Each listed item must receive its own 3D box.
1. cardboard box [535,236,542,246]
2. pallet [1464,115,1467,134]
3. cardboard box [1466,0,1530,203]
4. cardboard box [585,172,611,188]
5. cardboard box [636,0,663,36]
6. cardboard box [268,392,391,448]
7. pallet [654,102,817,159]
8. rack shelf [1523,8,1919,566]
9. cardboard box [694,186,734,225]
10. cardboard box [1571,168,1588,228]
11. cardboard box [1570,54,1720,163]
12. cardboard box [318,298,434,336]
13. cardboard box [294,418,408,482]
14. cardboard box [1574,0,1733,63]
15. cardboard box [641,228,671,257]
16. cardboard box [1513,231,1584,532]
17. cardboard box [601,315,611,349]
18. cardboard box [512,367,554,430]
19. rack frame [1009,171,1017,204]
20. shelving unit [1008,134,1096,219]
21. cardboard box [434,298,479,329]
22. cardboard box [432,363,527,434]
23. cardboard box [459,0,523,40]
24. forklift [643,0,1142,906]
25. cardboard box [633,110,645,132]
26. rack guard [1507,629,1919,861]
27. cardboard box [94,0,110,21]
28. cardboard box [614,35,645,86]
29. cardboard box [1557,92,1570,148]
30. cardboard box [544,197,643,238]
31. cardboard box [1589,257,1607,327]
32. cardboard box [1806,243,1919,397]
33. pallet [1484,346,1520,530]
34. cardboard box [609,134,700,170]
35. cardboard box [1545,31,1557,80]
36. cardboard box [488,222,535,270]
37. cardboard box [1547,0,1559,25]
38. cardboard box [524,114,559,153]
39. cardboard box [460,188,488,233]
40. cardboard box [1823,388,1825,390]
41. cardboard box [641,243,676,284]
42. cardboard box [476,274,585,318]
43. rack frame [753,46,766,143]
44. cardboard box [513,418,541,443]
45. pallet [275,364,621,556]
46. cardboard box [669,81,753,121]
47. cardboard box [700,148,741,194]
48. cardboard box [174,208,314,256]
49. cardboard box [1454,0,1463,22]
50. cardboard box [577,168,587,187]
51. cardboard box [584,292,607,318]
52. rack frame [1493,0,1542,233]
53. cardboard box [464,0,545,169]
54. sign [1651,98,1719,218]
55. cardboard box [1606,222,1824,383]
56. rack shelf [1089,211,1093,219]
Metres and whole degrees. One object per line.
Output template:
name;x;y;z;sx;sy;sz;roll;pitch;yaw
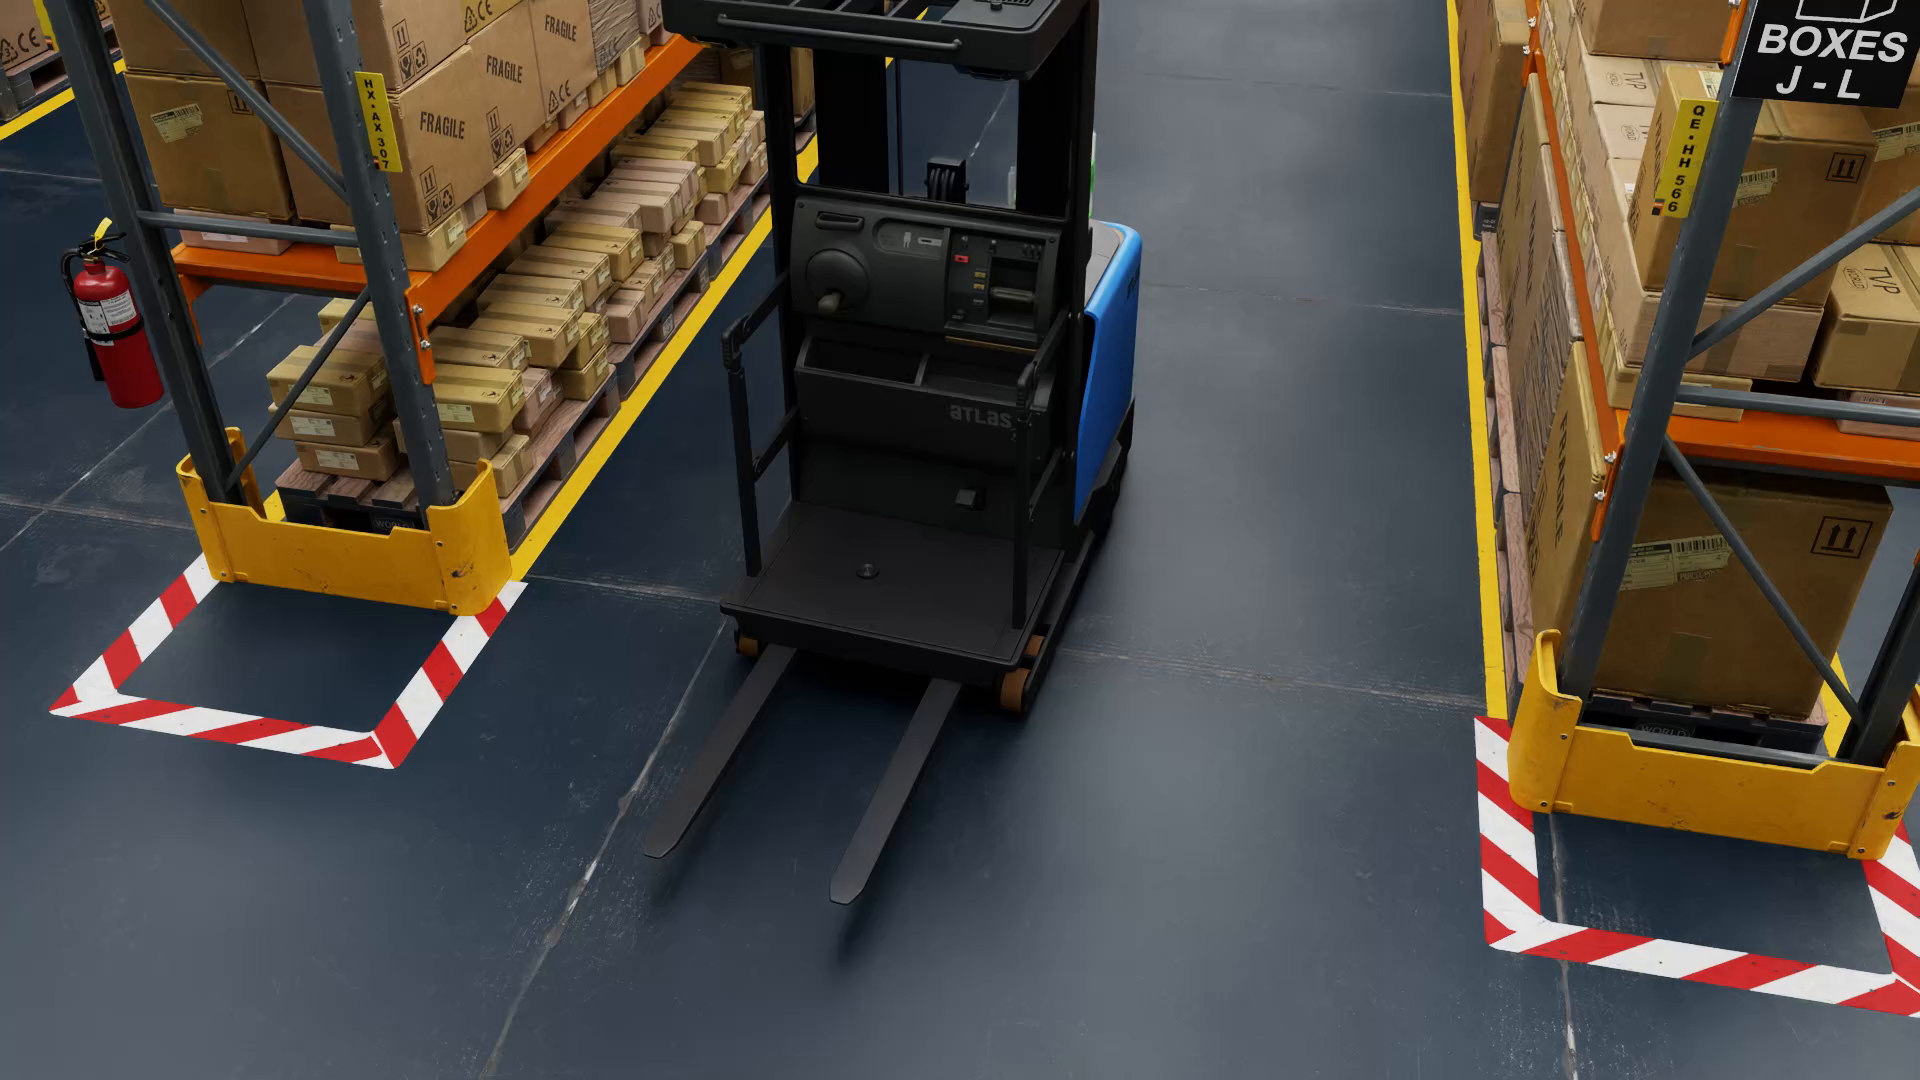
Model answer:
cardboard box;-2.235;-1.421;7.972;0.380;0.149;0.250;8;37;10
pallet;3.648;-2.681;10.270;1.003;0.211;1.213;7;37;10
cardboard box;3.415;-2.336;8.870;1.225;0.875;0.875;7;37;10
cardboard box;-1.960;-1.850;8.565;0.380;0.149;0.250;6;36;8
cardboard box;-1.573;-2.602;7.446;0.500;0.500;0.500;7;37;10
cardboard box;-2.546;-0.518;6.727;0.380;0.149;0.250;6;36;9
pallet;-1.361;-2.654;10.232;1.003;0.211;1.213;7;37;10
rack shelf;2.871;-1.219;6.489;1.077;0.370;4.000;7;37;10
cardboard box;-1.407;-1.787;8.731;0.380;0.149;0.250;6;36;8
cardboard box;2.470;-1.242;6.122;0.380;0.149;0.250;7;37;10
cardboard box;2.612;-1.616;6.298;0.500;0.250;0.500;7;37;10
cardboard box;-2.474;-0.937;7.051;0.380;0.149;0.250;7;36;9
cardboard box;-2.472;-0.387;6.800;0.380;0.149;0.250;8;37;11
cardboard box;2.727;-2.198;6.461;0.500;0.500;0.500;6;36;8
cardboard box;-1.630;-1.509;8.094;0.380;0.149;0.250;6;36;8
cardboard box;2.696;-0.572;6.436;0.875;0.875;0.875;7;37;10
cardboard box;-1.810;-0.914;7.526;0.380;0.149;0.250;7;37;10
cardboard box;-1.904;-0.598;6.837;0.380;0.149;0.250;7;37;10
rack frame;0.316;-0.992;7.096;0.240;1.200;0.015;11;37;14
shelving unit;0.390;-1.128;7.284;0.258;1.200;0.503;11;37;14
cardboard box;-2.279;-0.957;7.333;0.380;0.149;0.250;7;37;9
cardboard box;-1.937;-0.558;6.528;0.380;0.149;0.250;6;36;8
cardboard box;-1.924;-2.123;5.933;0.500;0.500;0.500;8;37;11
forklift;-0.189;-0.839;5.410;1.130;2.935;3.031;11;37;14
cardboard box;-1.919;-2.271;8.892;0.380;0.149;0.250;9;37;12
rack guard;2.438;0.662;5.411;1.175;0.500;0.348;7;37;10
cardboard box;-6.144;-4.093;11.294;0.875;0.875;0.875;8;37;11
cardboard box;-1.622;-2.137;7.356;0.380;0.149;0.250;8;37;11
cardboard box;2.633;-1.684;6.732;0.380;0.149;0.250;8;37;11
cardboard box;-1.715;-1.471;7.788;0.380;0.149;0.250;7;37;10
cardboard box;2.307;-0.801;5.514;0.380;0.149;0.250;7;37;10
cardboard box;2.810;-0.665;4.986;0.500;0.250;0.500;6;36;9
pallet;2.801;-0.400;7.122;1.003;0.211;1.213;7;37;10
cardboard box;-1.541;-1.923;8.411;0.380;0.149;0.250;8;37;11
cardboard box;2.798;-2.126;7.341;0.380;0.149;0.250;8;37;11
cardboard box;-2.189;-1.375;7.656;0.380;0.149;0.250;6;36;8
cardboard box;2.942;-2.480;7.490;0.500;0.250;0.500;7;36;9
cardboard box;-1.864;-1.703;6.758;0.380;0.149;0.250;7;37;10
cardboard box;-1.977;-1.238;6.115;0.380;0.149;0.250;9;37;12
cardboard box;2.895;-0.572;5.197;0.380;0.149;0.250;7;36;9
cardboard box;-1.619;-1.350;8.129;0.380;0.149;0.250;8;37;11
cardboard box;-1.844;-1.012;7.155;0.380;0.149;0.250;6;36;8
rack frame;-1.526;-3.337;8.798;1.000;3.000;0.127;7;37;10
cardboard box;-1.980;-0.480;6.927;0.380;0.149;0.250;7;37;10
pallet;-2.156;-0.419;7.149;1.003;0.211;1.213;7;37;10
cardboard box;-1.348;-2.357;9.010;0.380;0.149;0.250;8;37;11
cardboard box;-1.368;-1.940;8.688;0.380;0.149;0.250;6;36;8
cardboard box;-2.587;-1.164;6.014;0.380;0.149;0.250;7;37;10
cardboard box;3.985;-3.867;10.982;1.225;0.875;0.875;6;36;8
cardboard box;-2.092;-1.832;8.286;0.380;0.149;0.250;8;37;11
cardboard box;-1.813;-1.047;7.456;0.380;0.149;0.250;6;36;8
rack frame;3.298;-2.657;7.860;1.000;3.000;0.127;7;37;10
cardboard box;-1.925;-1.737;6.252;0.500;0.500;0.500;7;37;10
sign;1.916;-1.005;4.391;0.100;0.325;0.005;7;37;10
cardboard box;2.288;-0.735;5.082;0.500;0.250;0.500;7;36;9
rack shelf;0.390;-1.271;7.181;0.258;0.148;0.480;11;37;14
